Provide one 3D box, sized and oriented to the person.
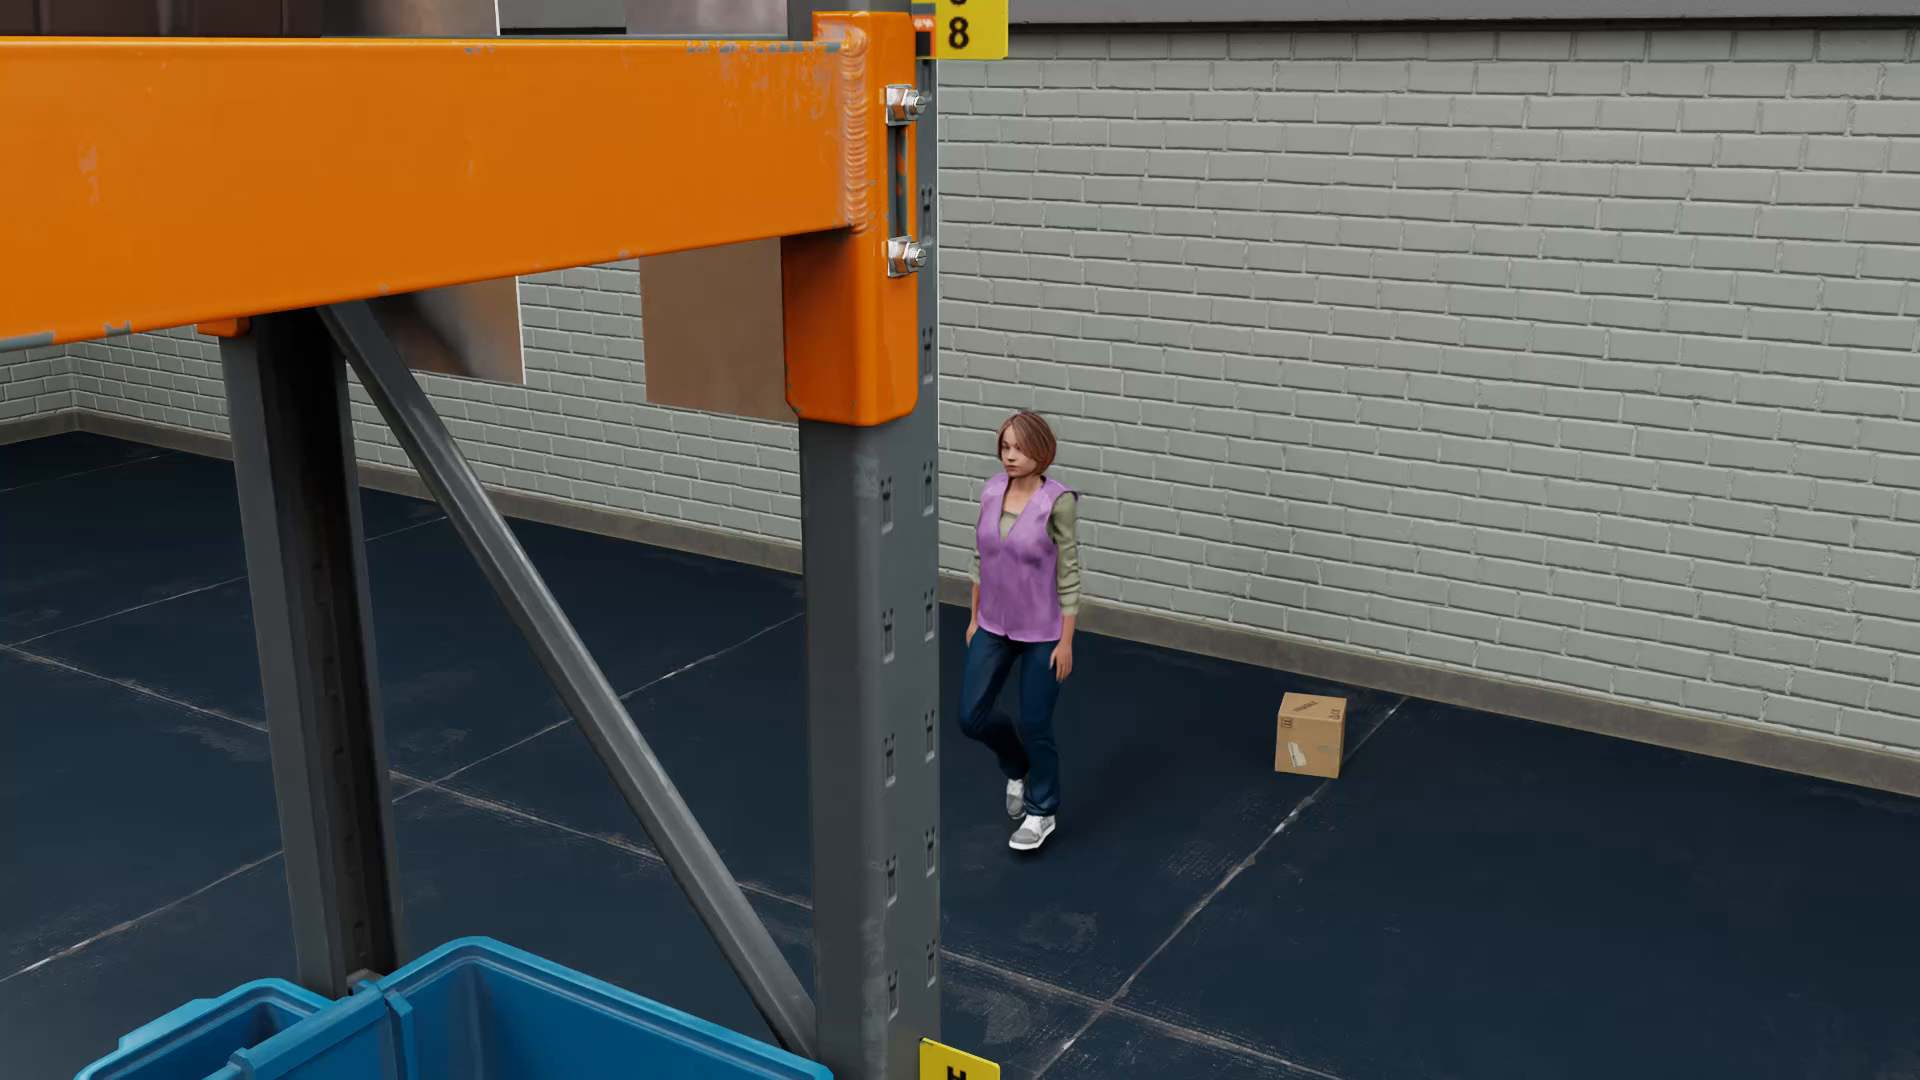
[{"bbox_3d":[0.219,0.324,5.880,0.455,1.591,0.438,10,19,31],"label":"person"}]
